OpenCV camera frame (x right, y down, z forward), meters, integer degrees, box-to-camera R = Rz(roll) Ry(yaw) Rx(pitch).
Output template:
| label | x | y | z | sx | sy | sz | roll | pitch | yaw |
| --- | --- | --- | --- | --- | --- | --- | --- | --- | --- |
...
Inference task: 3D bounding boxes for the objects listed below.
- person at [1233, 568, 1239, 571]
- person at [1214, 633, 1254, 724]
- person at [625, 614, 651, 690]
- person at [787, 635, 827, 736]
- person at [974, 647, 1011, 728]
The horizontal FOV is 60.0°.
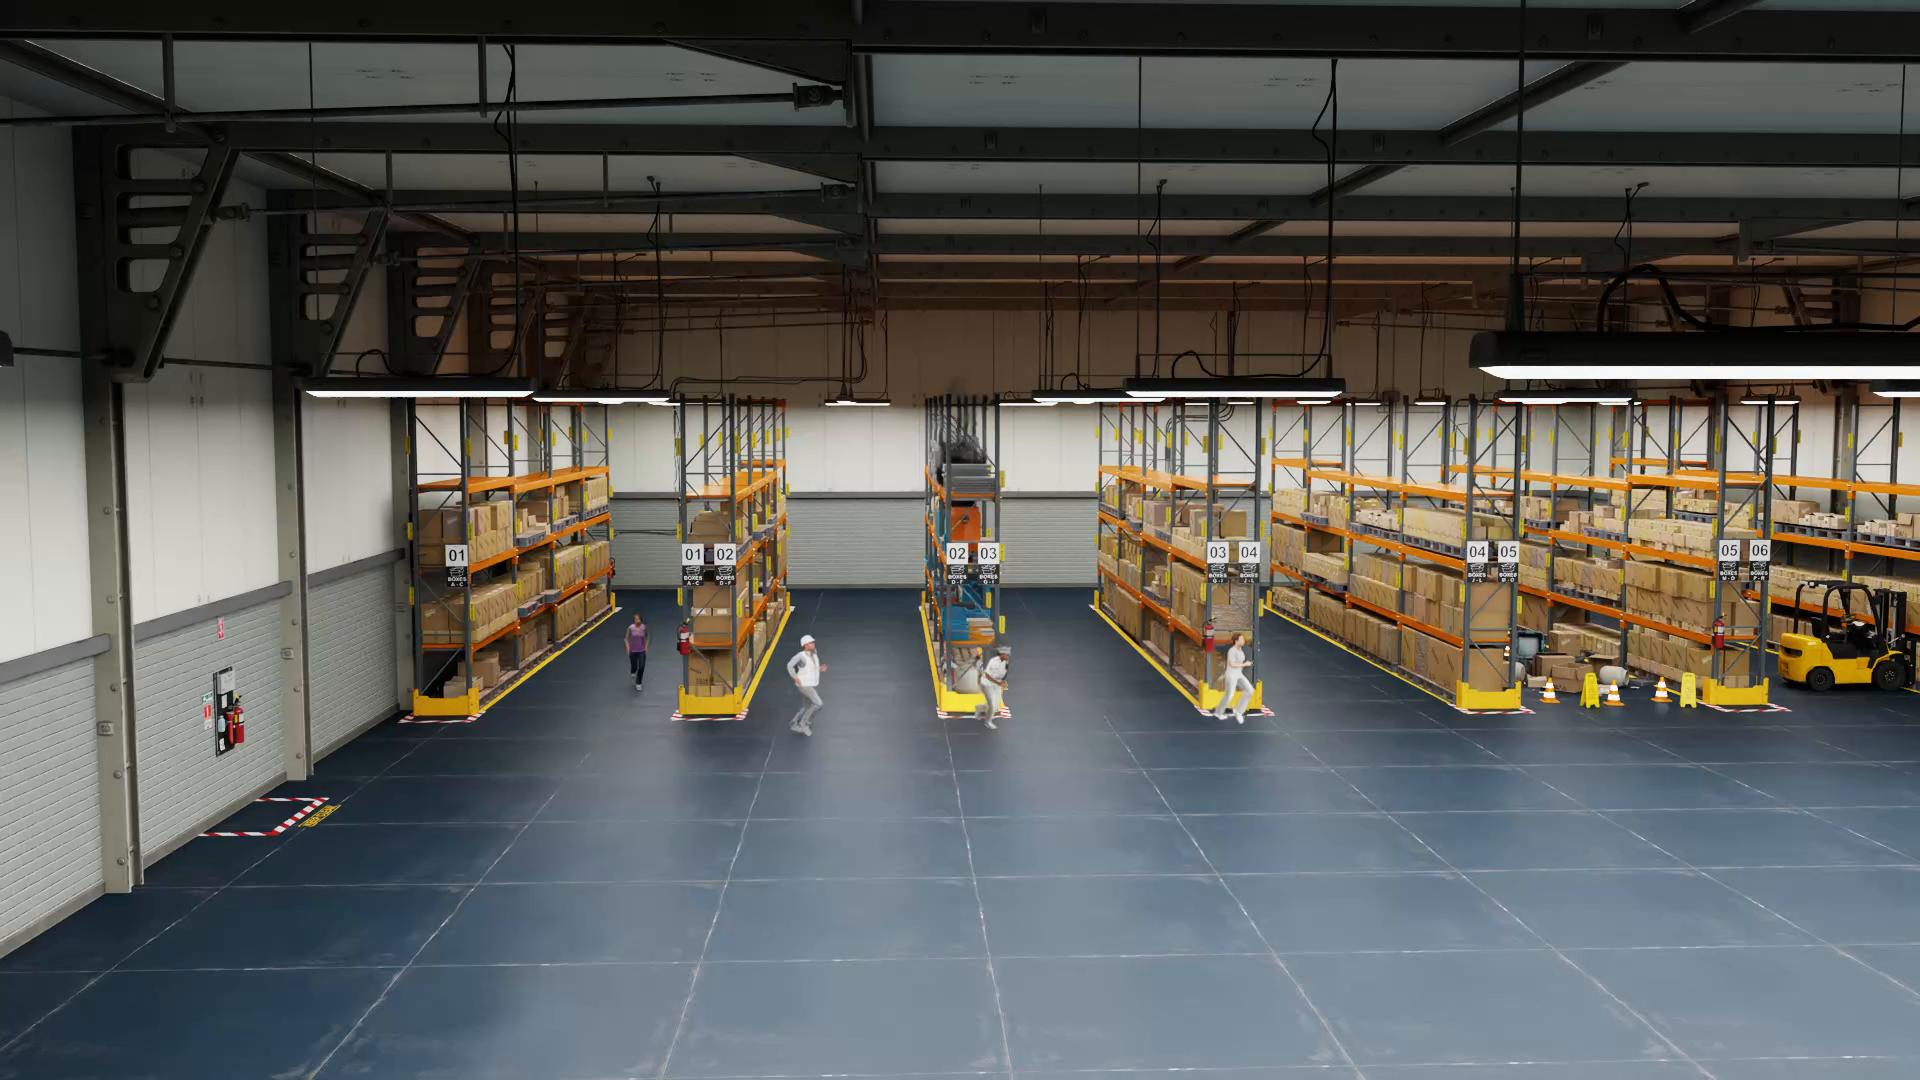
| label | x | y | z | sx | sy | sz | roll | pitch | yaw |
| --- | --- | --- | --- | --- | --- | --- | --- | --- | --- |
| person | 7.824 | 1.069 | 48.136 | 0.872 | 1.710 | 0.702 | -3 | 5 | -35 |
| person | 4.979 | 2.501 | 30.224 | 0.799 | 1.657 | 0.590 | 3 | 6 | 36 |
| person | -6.595 | 2.269 | 34.026 | 0.522 | 1.554 | 0.598 | -1 | 5 | -15 |
| person | -2.671 | 2.544 | 29.151 | 0.721 | 1.753 | 0.643 | 2 | 5 | 23 |
| person | 0.599 | 2.633 | 29.848 | 0.827 | 1.516 | 0.588 | 4 | 6 | 42 |
